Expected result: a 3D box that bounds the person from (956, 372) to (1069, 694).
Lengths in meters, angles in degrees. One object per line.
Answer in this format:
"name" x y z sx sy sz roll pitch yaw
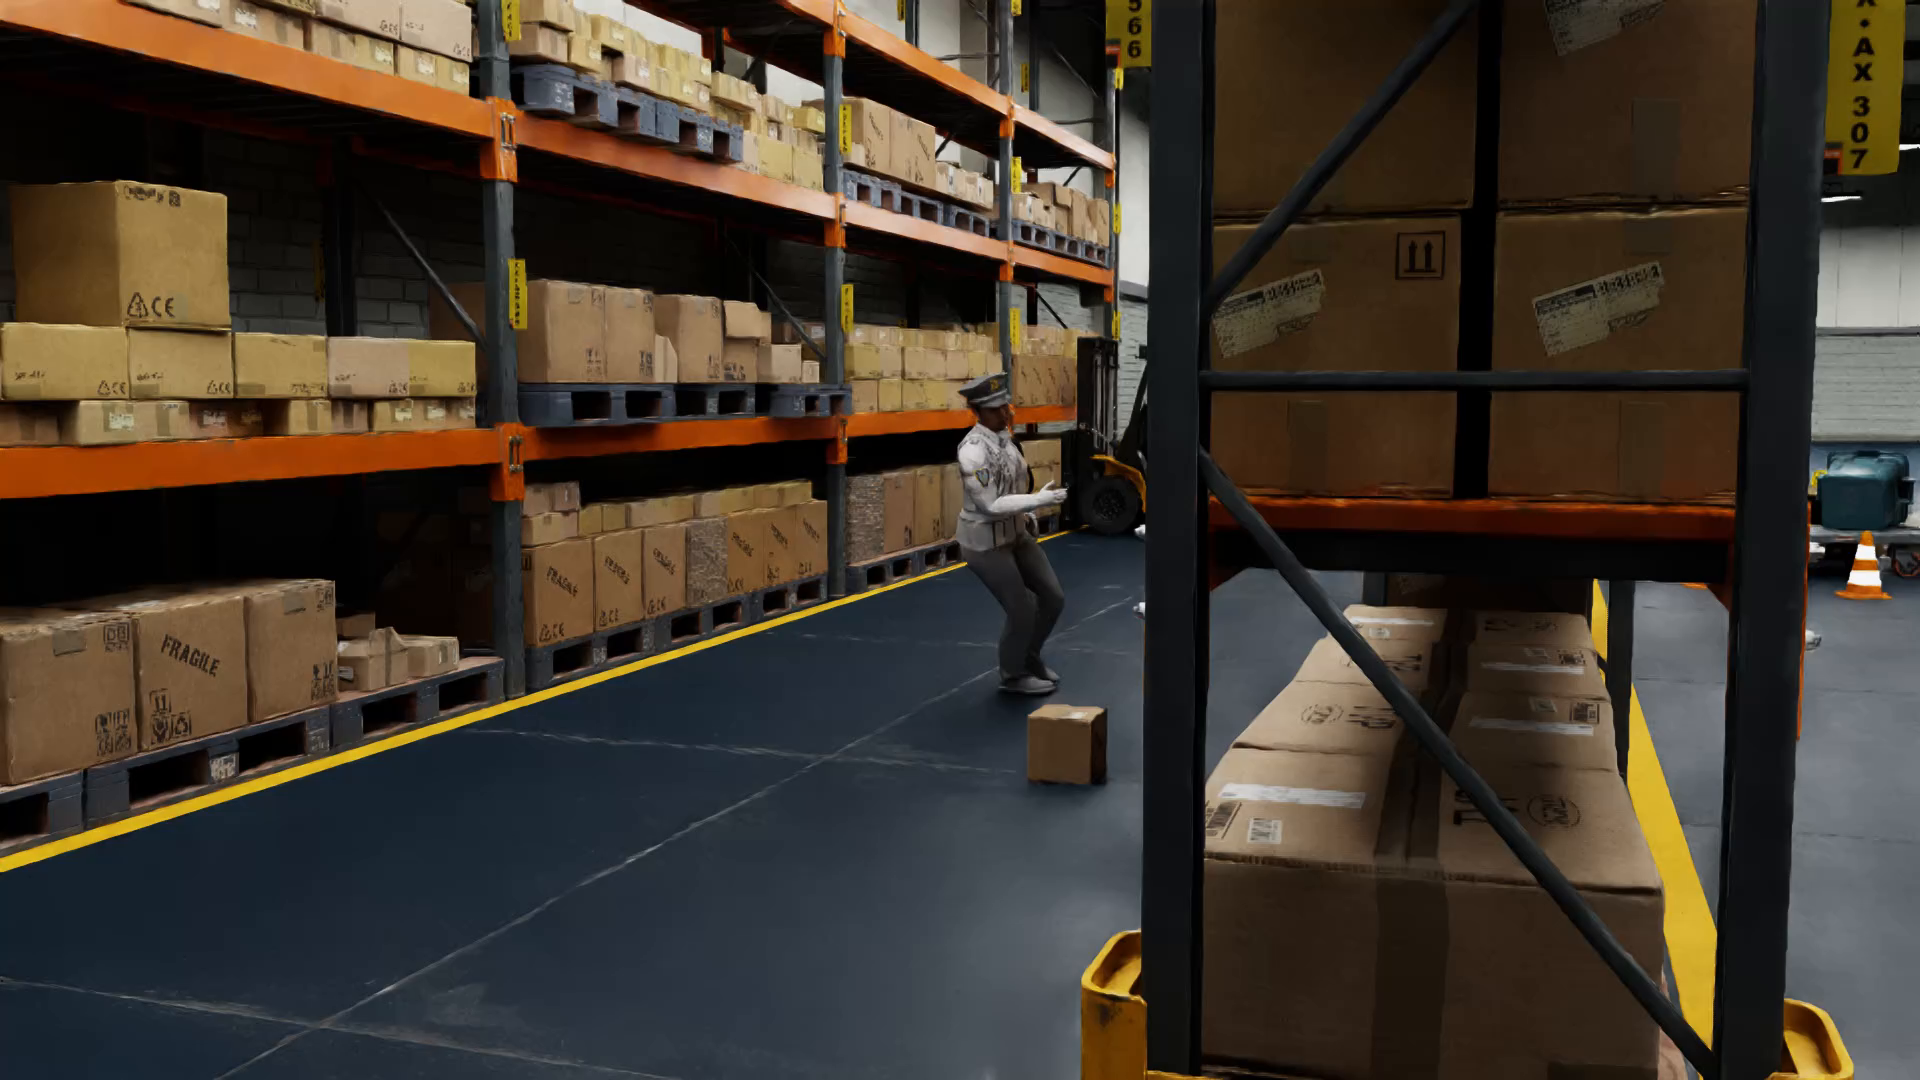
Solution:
"person" 0.294 -0.013 7.891 0.523 1.557 0.859 2 6 24
